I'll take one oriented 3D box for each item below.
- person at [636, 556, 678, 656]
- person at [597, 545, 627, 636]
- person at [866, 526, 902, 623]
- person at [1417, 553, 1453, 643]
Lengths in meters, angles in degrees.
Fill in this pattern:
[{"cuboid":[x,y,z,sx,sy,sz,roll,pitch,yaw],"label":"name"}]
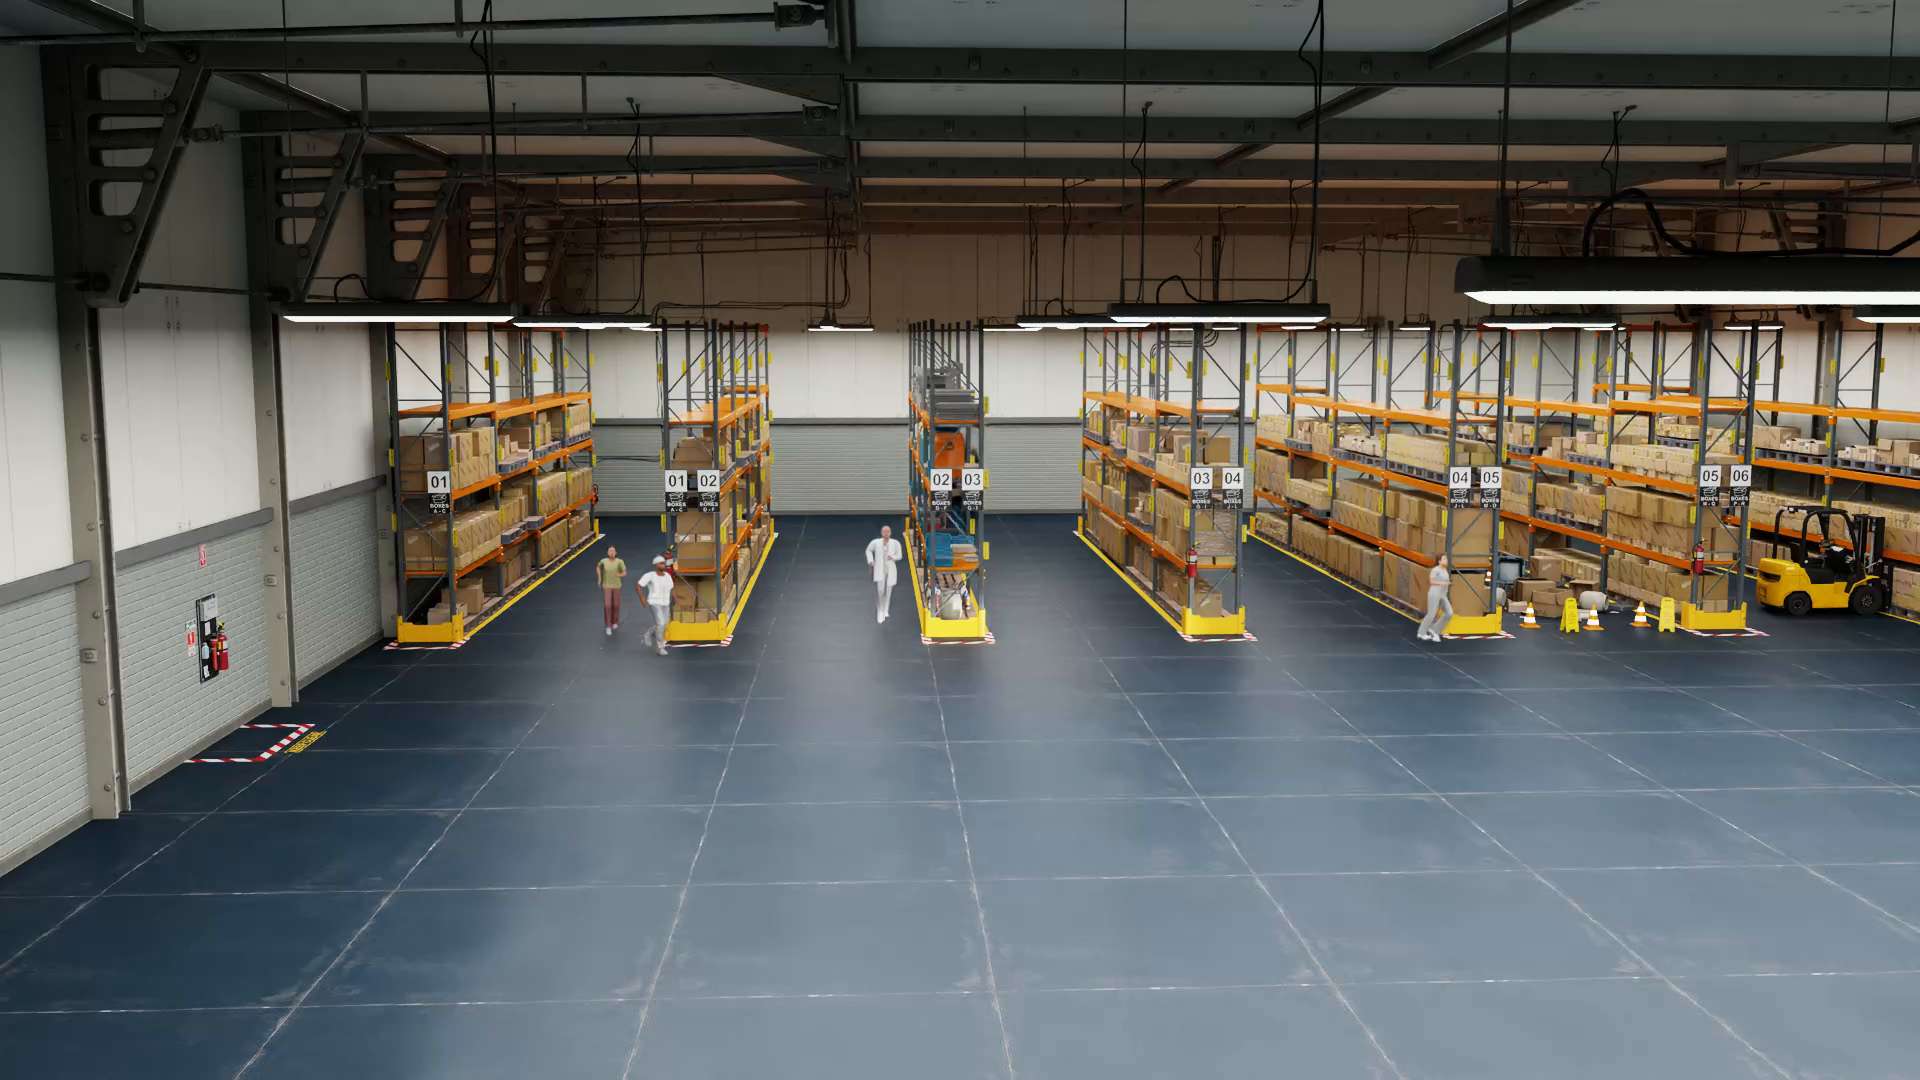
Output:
[{"cuboid":[-5.430,1.171,30.045,0.740,1.740,0.753,7,10,43],"label":"person"},{"cuboid":[-6.684,0.945,31.972,0.550,1.719,0.761,-2,7,-13],"label":"person"},{"cuboid":[-1.435,0.655,31.842,0.667,1.842,0.677,-1,7,-9],"label":"person"},{"cuboid":[8.957,1.079,31.078,0.570,1.680,0.683,-5,9,-36],"label":"person"}]
